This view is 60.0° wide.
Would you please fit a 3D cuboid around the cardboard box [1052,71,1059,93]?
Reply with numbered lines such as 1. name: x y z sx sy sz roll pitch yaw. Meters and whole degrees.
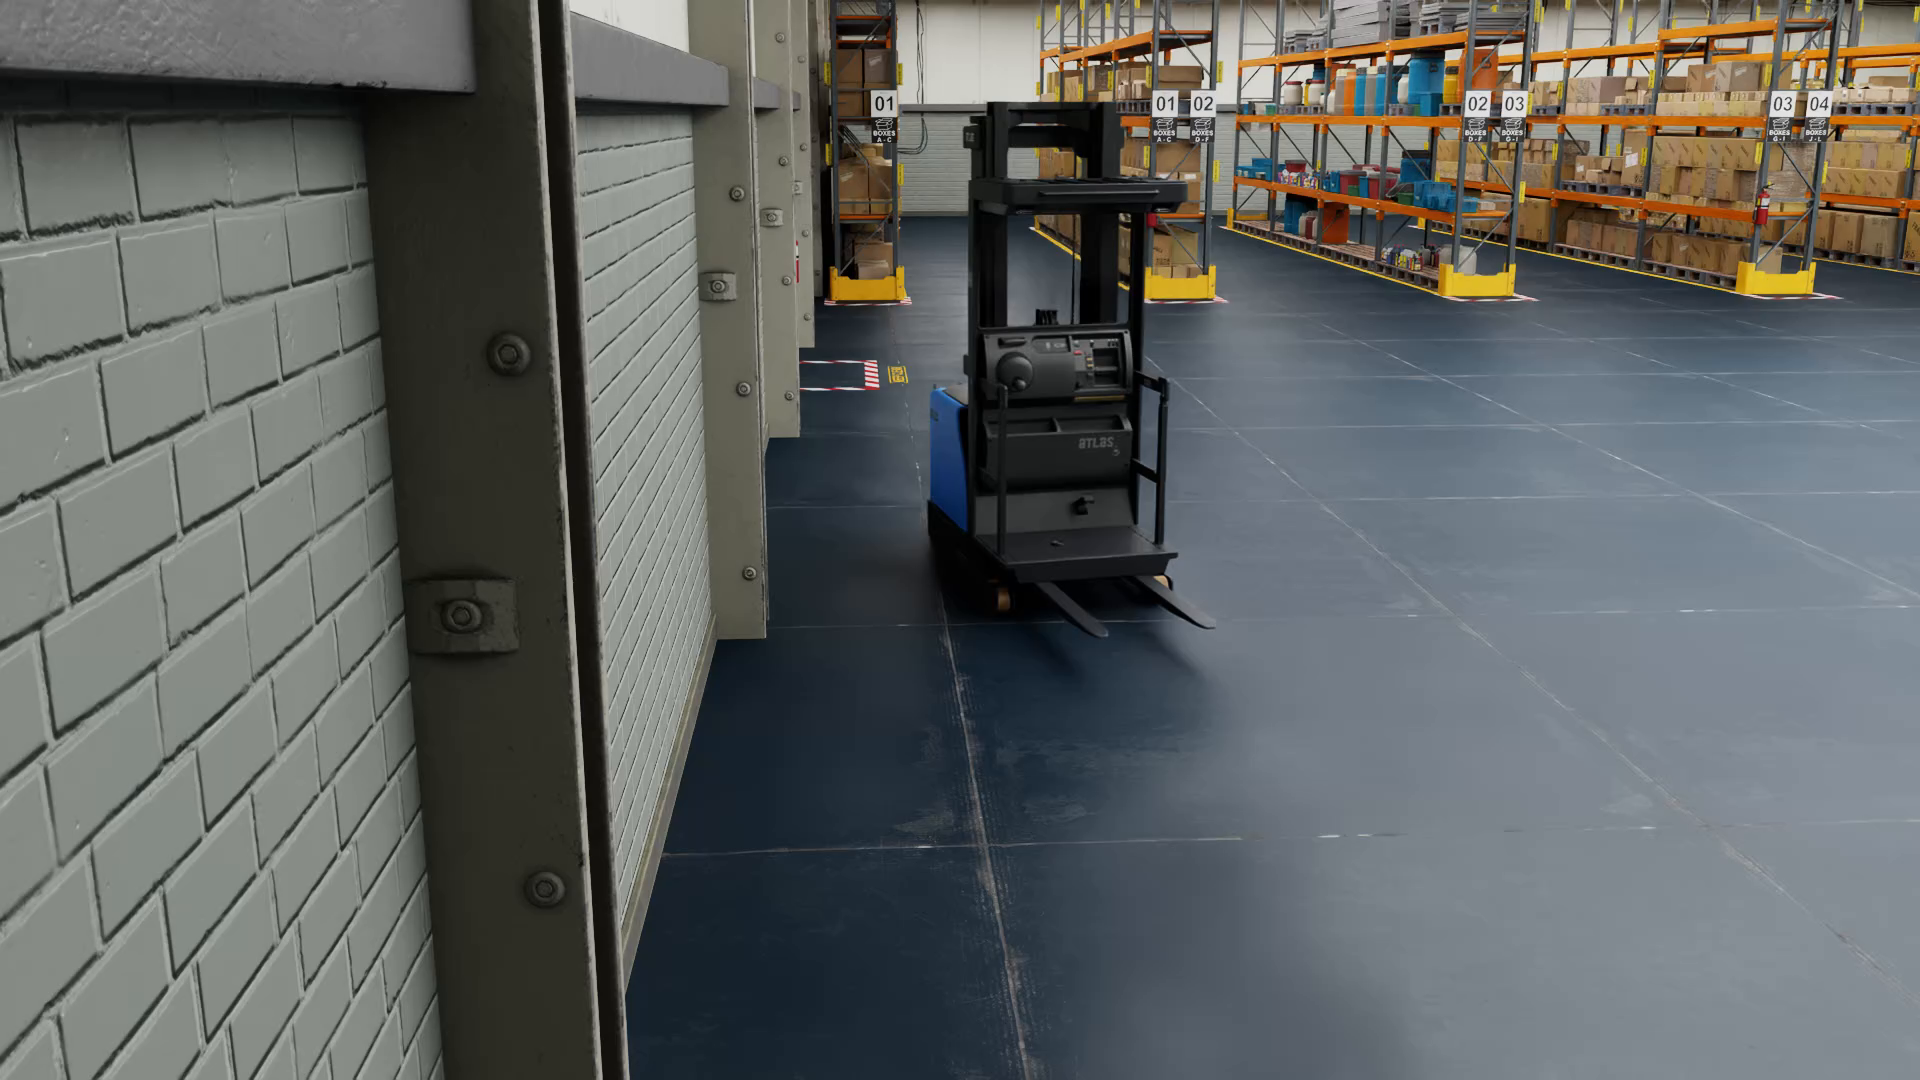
1. cardboard box: 2.552 -10.802 39.261 0.700 0.500 0.500 -1 14 -3

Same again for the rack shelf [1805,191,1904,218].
1. rack shelf: 17.946 -6.686 32.936 1.077 0.370 4.000 -1 14 -3

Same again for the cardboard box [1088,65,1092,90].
1. cardboard box: 2.925 -9.549 34.393 0.500 0.500 0.500 -1 14 -3

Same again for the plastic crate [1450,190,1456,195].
1. plastic crate: 8.509 -6.066 29.381 0.499 0.251 0.616 -1 14 -3

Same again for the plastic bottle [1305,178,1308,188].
1. plastic bottle: 7.431 -7.633 35.573 0.097 0.201 0.097 0 14 0

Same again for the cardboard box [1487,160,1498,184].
1. cardboard box: 12.396 -8.405 37.974 0.500 0.500 0.500 -1 14 -3

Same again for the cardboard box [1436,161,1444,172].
1. cardboard box: 12.169 -9.289 41.312 0.500 0.250 0.500 -1 14 -4

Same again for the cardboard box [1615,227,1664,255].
1. cardboard box: 13.086 -5.760 32.027 0.700 0.500 0.500 -1 14 -4

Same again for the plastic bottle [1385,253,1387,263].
1. plastic bottle: 7.764 -5.130 30.179 0.097 0.201 0.097 0 14 0

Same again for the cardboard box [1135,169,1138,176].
1. cardboard box: 3.161 -6.179 28.020 0.380 0.149 0.250 -1 14 -4

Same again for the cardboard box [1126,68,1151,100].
1. cardboard box: 3.202 -7.696 28.067 0.797 0.503 0.637 1 14 3

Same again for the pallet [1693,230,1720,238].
1. pallet: 17.624 -6.983 38.241 1.003 0.211 1.213 -1 14 -3

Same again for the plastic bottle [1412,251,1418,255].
1. plastic bottle: 7.990 -4.952 29.336 0.152 0.276 0.135 -1 14 -3

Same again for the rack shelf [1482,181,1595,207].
1. rack shelf: 12.741 -7.629 36.603 1.077 0.370 4.000 -1 14 -3

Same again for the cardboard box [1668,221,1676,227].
1. cardboard box: 17.196 -7.572 39.816 0.380 0.149 0.250 -1 14 -5

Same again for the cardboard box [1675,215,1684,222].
1. cardboard box: 17.208 -7.634 39.458 0.380 0.149 0.250 -2 15 -6

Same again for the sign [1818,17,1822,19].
1. sign: 21.706 -13.050 41.996 0.100 0.325 0.005 -1 14 -3

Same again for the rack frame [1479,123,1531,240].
1. rack frame: 12.617 -8.475 38.446 1.000 3.000 0.127 -1 14 -3

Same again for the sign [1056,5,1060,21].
1. sign: 2.187 -11.715 36.967 0.100 0.325 0.005 -1 14 -3

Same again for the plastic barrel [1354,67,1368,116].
1. plastic barrel: 7.840 -8.553 31.723 0.600 0.901 0.708 -1 14 -3

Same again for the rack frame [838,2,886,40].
1. rack frame: -1.966 -10.156 32.941 1.000 3.000 0.127 -1 14 -3

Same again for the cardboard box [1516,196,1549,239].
1. cardboard box: 12.796 -7.049 36.323 1.225 0.875 0.875 -1 14 -3

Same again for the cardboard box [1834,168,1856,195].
1. cardboard box: 17.674 -7.089 32.857 0.500 0.500 0.500 -1 14 -4

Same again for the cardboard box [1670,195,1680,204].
1. cardboard box: 12.871 -6.057 29.551 0.380 0.149 0.250 -1 14 -3

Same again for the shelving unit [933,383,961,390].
1. shelving unit: -0.057 -0.551 11.559 0.215 1.050 0.252 -4 15 -14

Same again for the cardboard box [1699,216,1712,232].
1. cardboard box: 17.355 -7.332 38.175 0.500 0.500 0.500 0 14 -1

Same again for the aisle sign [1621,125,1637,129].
1. aisle sign: 17.022 -10.794 42.241 0.394 0.787 0.004 -1 14 -3

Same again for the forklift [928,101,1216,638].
1. forklift: 0.651 -1.084 9.859 1.130 2.935 3.031 -4 15 -14

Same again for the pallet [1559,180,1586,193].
1. pallet: 13.016 -7.212 33.921 1.213 0.211 1.003 -1 14 -3

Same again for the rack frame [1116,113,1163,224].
1. rack frame: 3.225 -6.334 30.123 1.000 3.000 0.127 -1 14 -3

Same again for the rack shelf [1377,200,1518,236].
1. rack shelf: 8.293 -5.563 28.573 1.077 0.370 4.000 -1 14 -3

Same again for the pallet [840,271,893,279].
1. pallet: -1.563 -4.435 28.340 1.003 0.211 1.213 -1 14 -3

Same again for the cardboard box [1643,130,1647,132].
1. cardboard box: 17.137 -9.827 40.897 0.500 0.500 0.500 -1 14 -5

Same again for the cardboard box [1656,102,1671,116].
1. cardboard box: 12.885 -7.750 29.908 0.500 0.250 0.500 -1 15 -6

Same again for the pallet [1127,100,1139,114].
1. pallet: 3.377 -7.229 27.761 1.003 0.211 1.213 -1 14 -3

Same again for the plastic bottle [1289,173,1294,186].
1. plastic bottle: 7.380 -7.987 36.799 0.152 0.276 0.135 -1 14 -3

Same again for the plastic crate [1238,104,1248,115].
1. plastic crate: 7.172 -10.683 41.269 0.497 0.269 0.590 -1 14 -3

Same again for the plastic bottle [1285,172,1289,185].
1. plastic bottle: 7.325 -8.095 37.228 0.097 0.271 0.097 0 14 0

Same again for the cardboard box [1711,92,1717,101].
1. cardboard box: 12.988 -7.521 28.218 0.380 0.149 0.250 -2 15 -6

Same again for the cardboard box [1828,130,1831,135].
1. cardboard box: 21.995 -10.247 41.823 0.380 0.149 0.250 0 14 -2

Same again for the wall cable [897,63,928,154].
1. wall cable: -2.456 -12.054 46.549 3.097 2.526 0.112 -1 14 -3

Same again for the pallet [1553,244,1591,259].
1. pallet: 12.912 -5.936 34.172 1.003 0.211 1.213 -1 14 -3

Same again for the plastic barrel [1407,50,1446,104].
1. plastic barrel: 8.124 -8.059 28.959 0.600 0.901 0.708 -1 14 -3

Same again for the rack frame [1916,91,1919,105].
1. rack frame: 18.070 -9.442 30.166 1.000 3.000 0.127 -1 14 -3

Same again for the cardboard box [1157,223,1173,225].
1. cardboard box: 3.492 -5.332 29.401 0.500 0.500 0.500 -1 14 -3

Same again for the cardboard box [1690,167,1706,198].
1. cardboard box: 13.196 -6.193 28.777 0.875 0.500 0.500 -1 14 -3

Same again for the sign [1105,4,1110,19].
1. sign: 3.283 -11.768 37.011 0.100 0.325 0.005 -1 14 -3

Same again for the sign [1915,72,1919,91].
1. sign: 17.529 -8.382 30.394 0.100 0.325 0.005 -1 14 -3

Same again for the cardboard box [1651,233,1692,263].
1. cardboard box: 13.098 -5.378 30.584 0.500 0.500 0.500 -1 14 -5

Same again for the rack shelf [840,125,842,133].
1. rack shelf: -1.842 -7.858 31.471 1.077 0.370 4.000 -1 14 -3

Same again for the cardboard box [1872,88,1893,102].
1. cardboard box: 17.774 -8.473 31.674 0.500 0.250 0.500 -1 14 -4
